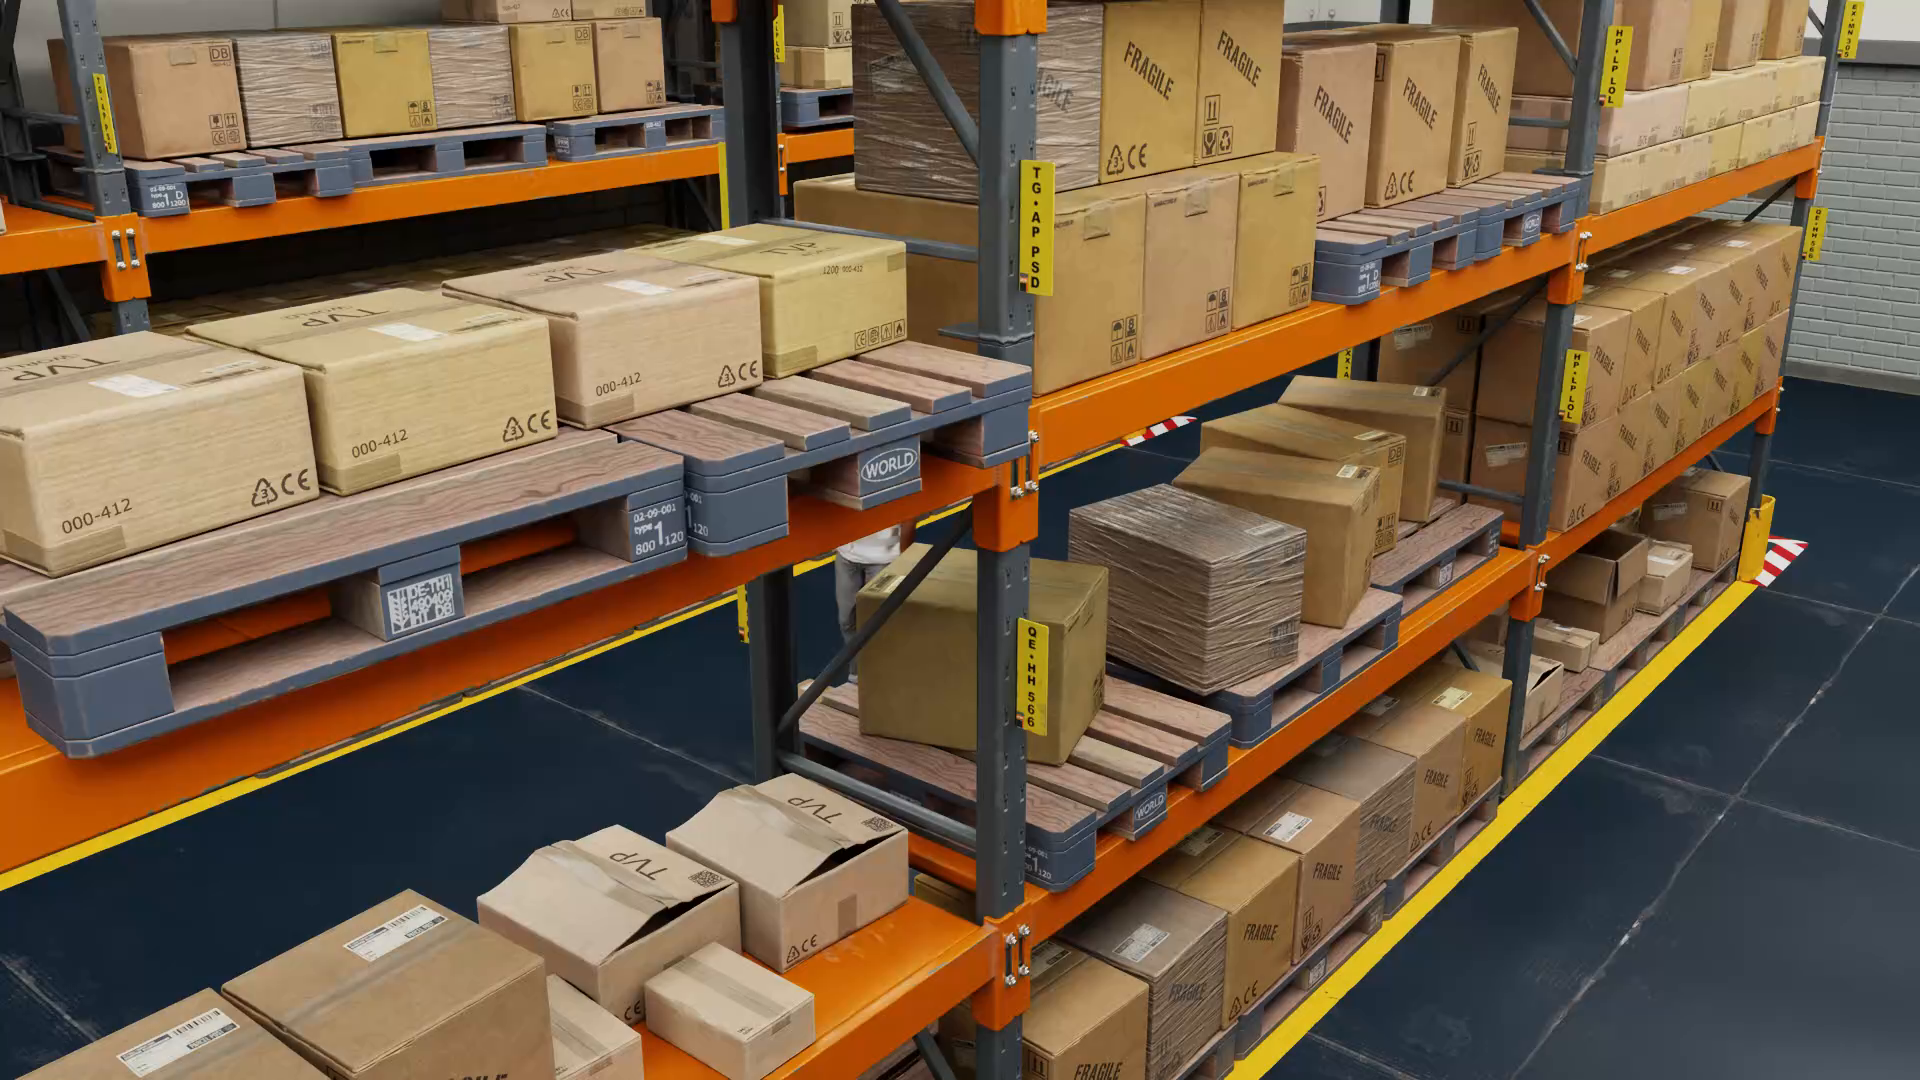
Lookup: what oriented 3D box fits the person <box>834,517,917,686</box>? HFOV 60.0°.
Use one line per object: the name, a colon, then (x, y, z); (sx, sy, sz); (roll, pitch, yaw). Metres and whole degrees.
person: (-0.463, 0.084, 8.830); (0.571, 1.757, 0.379); (16, 26, 38)
